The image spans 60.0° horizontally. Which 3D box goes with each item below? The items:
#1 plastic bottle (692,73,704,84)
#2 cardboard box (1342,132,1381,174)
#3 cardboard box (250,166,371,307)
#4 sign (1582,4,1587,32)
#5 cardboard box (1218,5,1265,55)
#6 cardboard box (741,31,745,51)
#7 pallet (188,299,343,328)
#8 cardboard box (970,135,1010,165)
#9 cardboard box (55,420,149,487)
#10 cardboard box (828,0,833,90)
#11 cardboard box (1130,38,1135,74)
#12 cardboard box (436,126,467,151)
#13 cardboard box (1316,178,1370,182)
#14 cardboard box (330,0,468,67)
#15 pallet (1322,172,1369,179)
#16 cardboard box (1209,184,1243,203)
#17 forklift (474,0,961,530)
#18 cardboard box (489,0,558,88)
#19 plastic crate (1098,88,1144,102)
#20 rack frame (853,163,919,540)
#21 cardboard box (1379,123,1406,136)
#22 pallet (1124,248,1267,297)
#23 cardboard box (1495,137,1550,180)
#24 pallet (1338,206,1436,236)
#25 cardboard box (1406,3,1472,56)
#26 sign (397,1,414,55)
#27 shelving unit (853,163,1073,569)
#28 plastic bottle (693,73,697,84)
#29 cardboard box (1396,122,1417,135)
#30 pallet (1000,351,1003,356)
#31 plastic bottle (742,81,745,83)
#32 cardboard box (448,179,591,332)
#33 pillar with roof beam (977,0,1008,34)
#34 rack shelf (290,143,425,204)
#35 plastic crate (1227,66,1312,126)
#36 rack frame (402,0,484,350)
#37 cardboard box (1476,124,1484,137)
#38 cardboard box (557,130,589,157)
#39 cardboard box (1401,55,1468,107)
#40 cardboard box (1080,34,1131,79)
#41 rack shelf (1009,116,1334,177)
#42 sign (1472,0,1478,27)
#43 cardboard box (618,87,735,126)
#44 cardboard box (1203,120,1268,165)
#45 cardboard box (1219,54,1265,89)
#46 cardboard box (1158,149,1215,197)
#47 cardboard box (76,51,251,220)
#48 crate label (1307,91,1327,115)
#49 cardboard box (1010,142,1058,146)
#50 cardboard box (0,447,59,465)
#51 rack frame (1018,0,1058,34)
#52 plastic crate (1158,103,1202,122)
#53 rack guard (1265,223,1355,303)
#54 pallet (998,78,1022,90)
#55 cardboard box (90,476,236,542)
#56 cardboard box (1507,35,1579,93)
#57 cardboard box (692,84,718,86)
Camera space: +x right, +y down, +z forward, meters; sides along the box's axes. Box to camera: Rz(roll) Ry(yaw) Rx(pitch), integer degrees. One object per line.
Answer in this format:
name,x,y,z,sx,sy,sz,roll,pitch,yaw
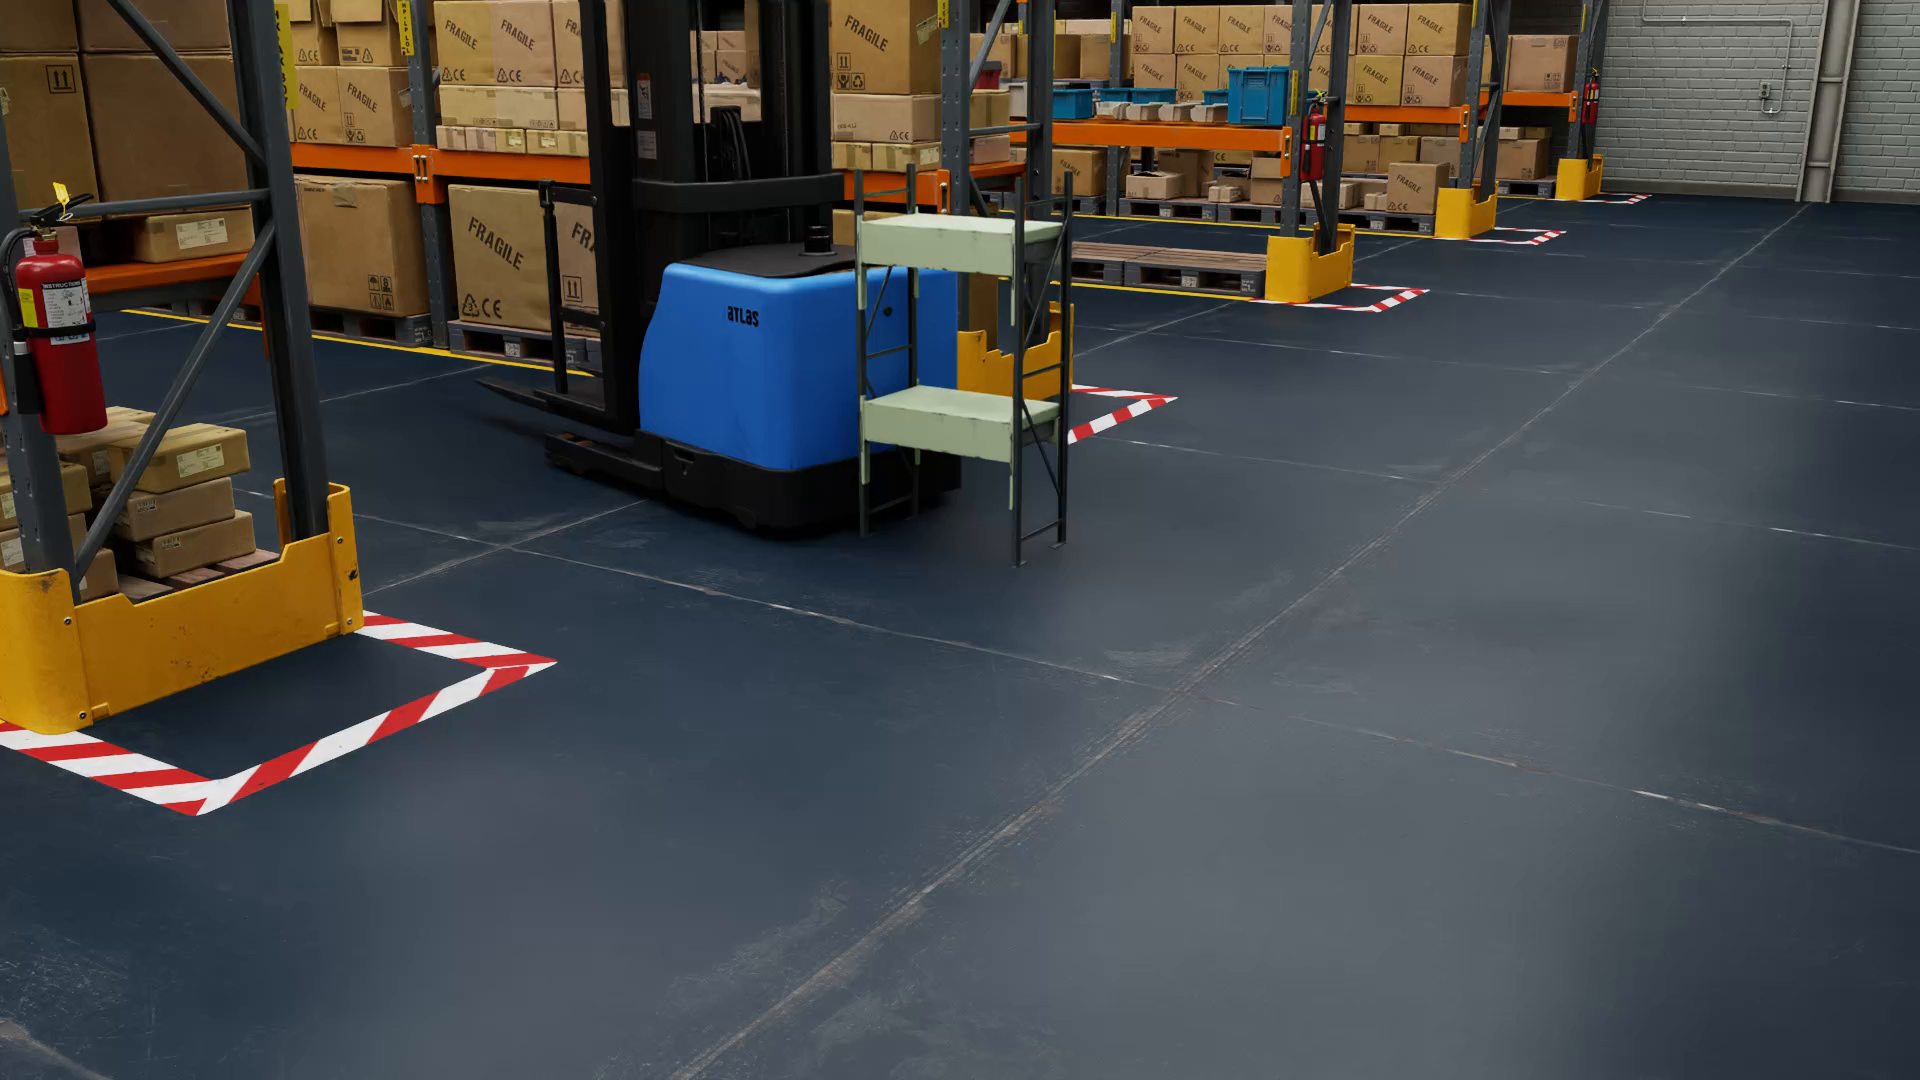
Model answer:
plastic bottle,-2.496,-4.255,15.814,0.185,0.351,0.144,10,20,30
cardboard box,5.591,-5.295,22.729,0.500,0.500,0.700,10,20,30
cardboard box,-4.513,-2.238,12.022,0.875,0.875,1.225,9,19,28
sign,7.694,-6.433,20.498,0.005,0.325,0.100,10,20,30
cardboard box,3.124,-5.507,17.957,0.500,0.500,0.500,9,19,28
cardboard box,-3.228,-8.089,27.285,0.500,0.500,0.500,10,20,30
pallet,-4.936,-1.776,12.364,1.213,0.211,1.003,10,20,30
cardboard box,0.083,-2.233,9.504,0.250,0.149,0.380,10,20,31
cardboard box,-3.035,-0.302,5.873,0.250,0.149,0.380,11,20,31
cardboard box,-0.481,-2.863,9.601,0.500,0.500,0.500,10,19,29
cardboard box,2.764,-6.942,23.856,0.500,0.500,0.500,11,20,32
cardboard box,-3.117,-2.578,10.640,0.250,0.149,0.380,10,20,30
cardboard box,4.234,-3.870,18.435,0.500,0.250,0.500,10,20,30
cardboard box,-3.744,-3.449,11.176,0.637,0.503,0.797,10,19,29
pallet,5.189,-5.037,23.100,1.213,0.211,1.003,10,20,30
cardboard box,2.979,-3.887,18.635,0.250,0.166,0.380,10,20,30
forklift,-1.358,-1.798,7.758,1.130,2.935,3.031,-15,22,-40
cardboard box,-2.505,-3.042,10.192,0.500,0.500,0.500,10,20,30
plastic crate,1.389,-3.758,14.276,0.300,0.233,0.416,10,20,30
rack frame,-0.297,-0.768,6.830,0.023,1.500,0.400,11,20,31
cardboard box,5.806,-5.506,22.308,0.250,0.149,0.380,9,19,28
pallet,2.123,-2.245,13.908,1.213,0.211,1.003,10,20,30
cardboard box,7.341,-4.984,21.707,0.500,0.500,0.700,10,20,30
pallet,4.656,-3.469,17.937,1.213,0.211,1.003,10,20,30
cardboard box,4.878,-5.196,16.934,0.500,0.500,0.500,10,20,30
sign,-3.471,-3.206,10.419,0.005,0.325,0.100,10,20,30
shelving unit,0.011,-0.711,6.641,0.755,1.500,0.431,11,20,31
plastic bottle,-2.531,-4.313,16.005,0.185,0.351,0.144,10,20,30
cardboard box,6.035,-5.595,22.603,0.250,0.149,0.380,10,20,31
pallet,-0.509,-0.985,9.762,1.213,0.211,1.003,10,20,30
plastic bottle,-2.111,-4.350,16.263,0.097,0.271,0.097,0,17,0
cardboard box,-2.675,-1.890,10.875,0.875,0.875,0.875,10,20,30
pillar with roof beam,-1.735,-9.331,22.116,0.400,9.000,9.100,10,20,30
rack shelf,-4.900,-2.786,12.129,4.000,0.370,1.077,10,20,30
plastic crate,2.422,-3.494,13.060,0.499,0.435,0.616,10,20,30
rack frame,-3.195,-2.826,11.023,0.127,3.000,1.000,10,20,30
cardboard box,6.907,-5.440,22.092,0.250,0.149,0.380,10,20,31
cardboard box,-2.226,-2.420,10.119,0.250,0.149,0.380,10,19,29
cardboard box,4.877,-4.719,17.083,0.500,0.500,0.500,11,20,32
cardboard box,1.706,-5.655,19.442,0.500,0.500,0.700,4,17,12
rack shelf,1.101,-3.404,14.165,4.000,0.370,1.077,10,20,30
sign,5.093,-5.241,16.439,0.005,0.325,0.100,10,20,30
cardboard box,-1.650,-2.529,9.792,0.500,0.250,0.500,10,20,30
cardboard box,3.960,-5.745,23.610,0.750,0.750,0.750,10,20,31
cardboard box,3.147,-5.028,18.100,0.500,0.500,0.500,10,20,30
cardboard box,2.626,-4.277,19.344,0.500,0.500,0.500,10,20,30
cardboard box,-2.707,-1.331,5.419,0.500,0.500,0.500,11,20,33
crate label,2.767,-3.512,13.466,0.303,0.233,0.416,10,20,30
cardboard box,0.855,-4.938,20.230,0.500,0.250,0.500,10,20,30
cardboard box,-3.236,-0.196,5.525,0.250,0.149,0.380,11,20,31
rack frame,1.173,-7.115,25.142,0.127,3.000,1.000,10,20,30
plastic crate,1.776,-3.474,13.506,0.243,0.136,0.396,10,20,30
rack guard,2.833,-2.248,13.420,0.348,0.500,1.175,10,20,30
pallet,0.243,-5.501,20.159,1.213,0.211,1.003,10,20,30
cardboard box,-2.781,-0.127,5.809,0.250,0.149,0.380,11,20,32
cardboard box,7.550,-6.116,21.340,0.700,0.700,0.980,11,20,33
cardboard box,-1.804,-2.739,10.482,0.500,0.250,0.500,11,20,31
